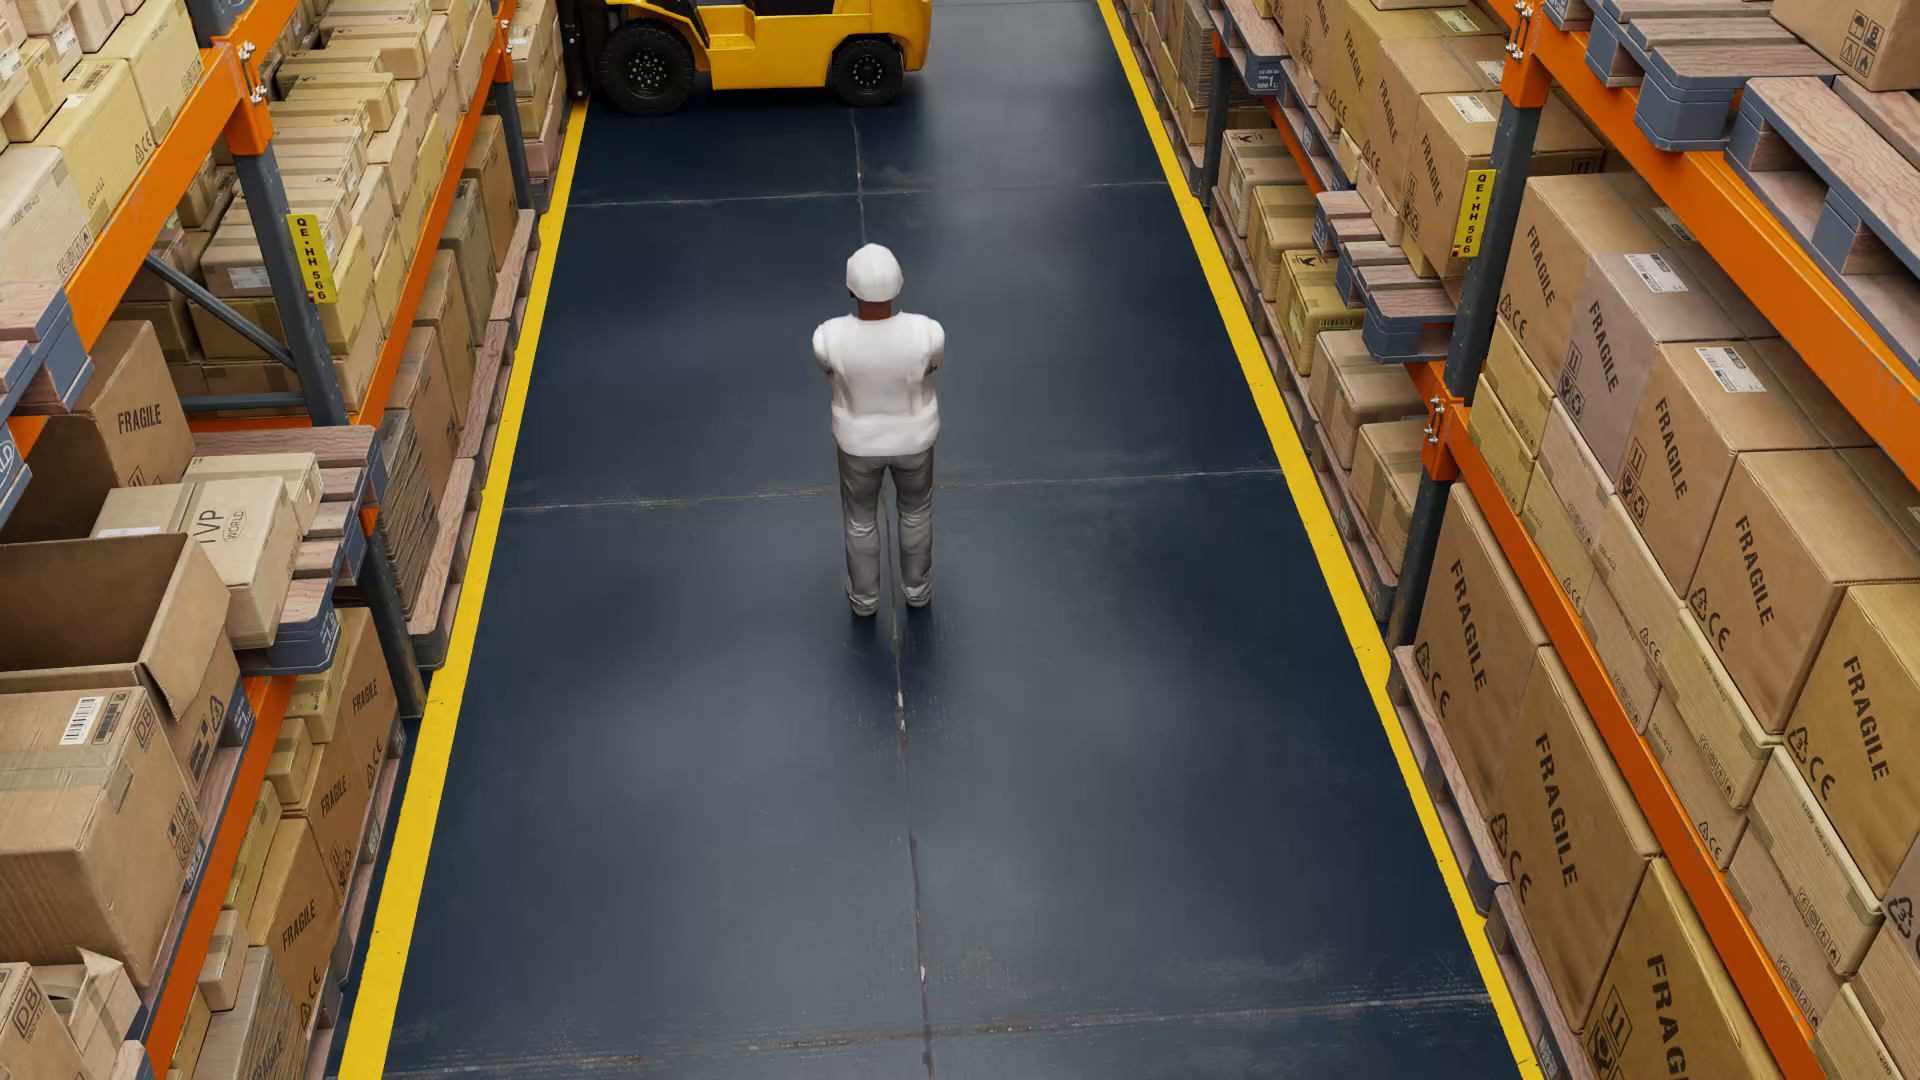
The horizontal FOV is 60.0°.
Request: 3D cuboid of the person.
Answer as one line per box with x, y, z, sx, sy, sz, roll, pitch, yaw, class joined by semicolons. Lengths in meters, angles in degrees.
-0.317;-0.478;6.733;0.503;1.760;0.586;-2;39;-3;person
